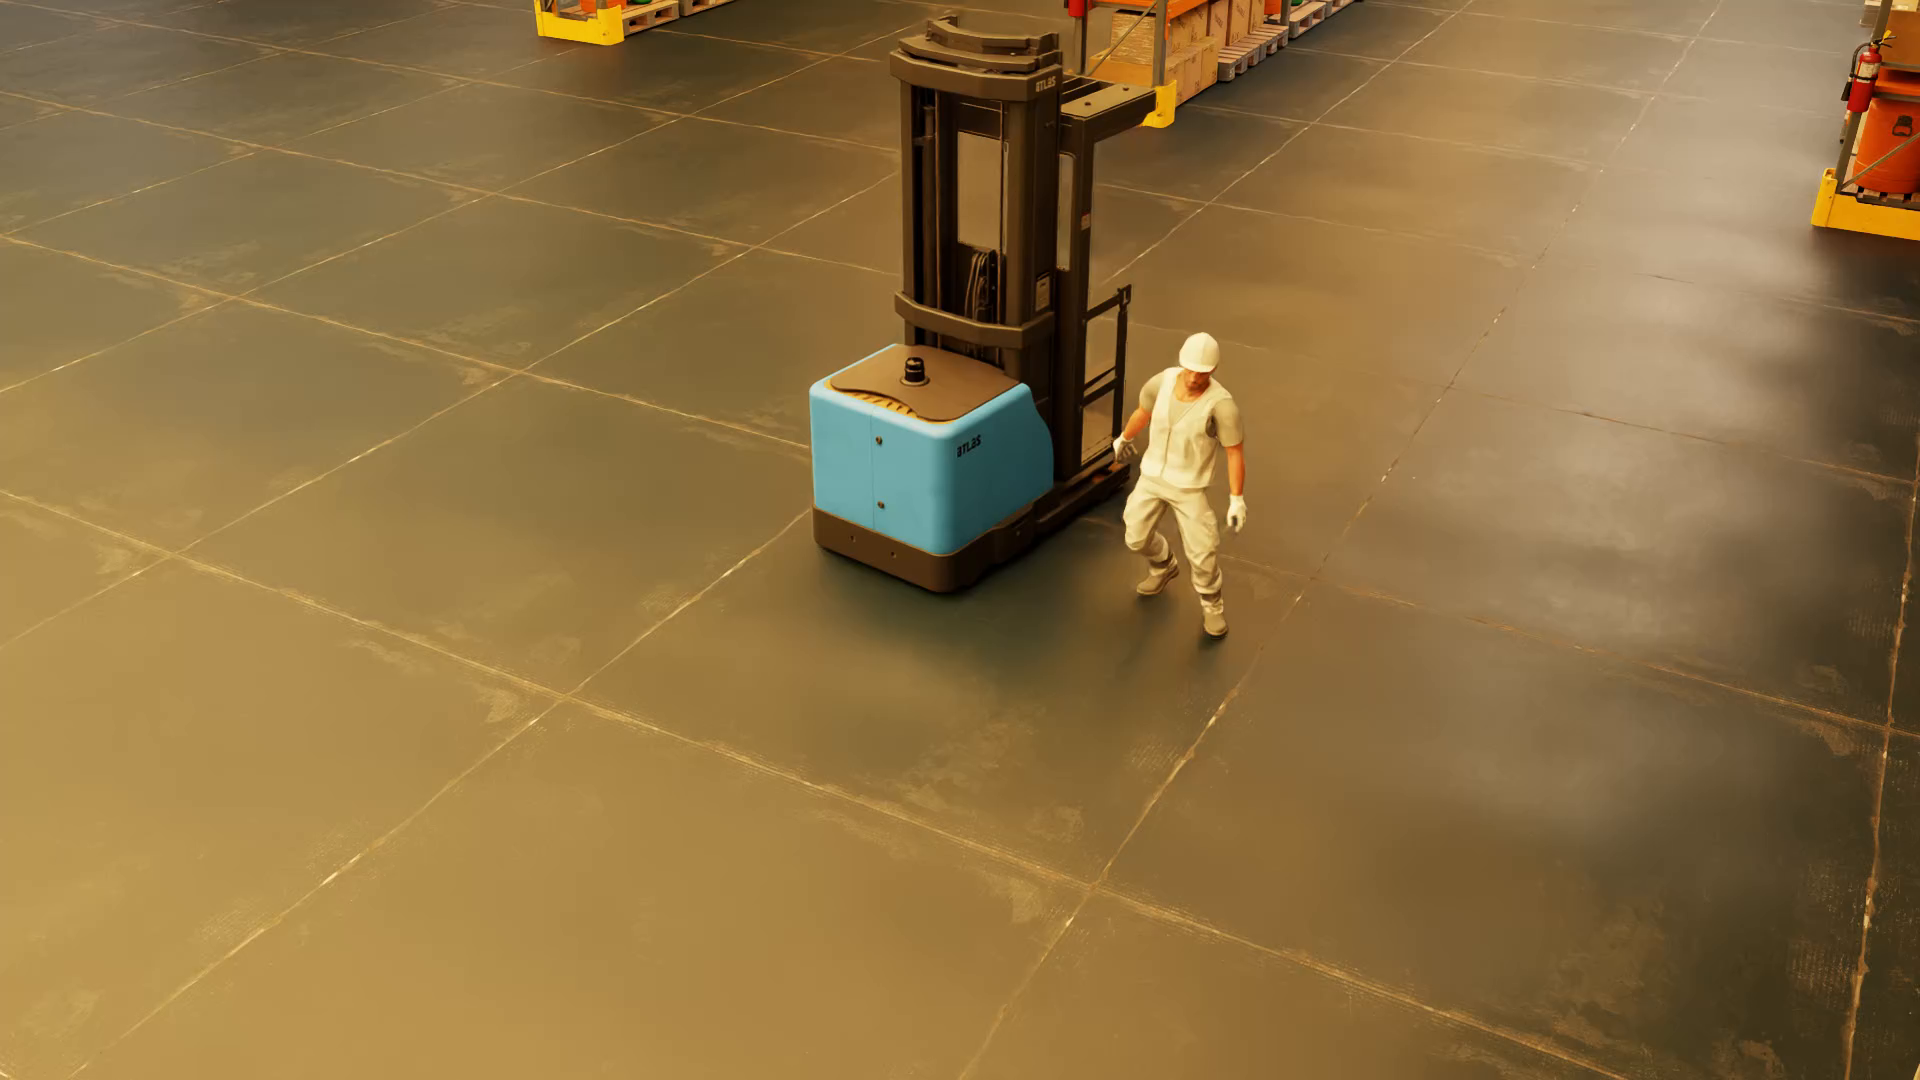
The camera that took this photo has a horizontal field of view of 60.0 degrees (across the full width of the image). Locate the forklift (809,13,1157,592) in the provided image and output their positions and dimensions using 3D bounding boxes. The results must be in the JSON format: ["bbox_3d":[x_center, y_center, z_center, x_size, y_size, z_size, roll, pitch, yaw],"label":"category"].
[{"bbox_3d":[0.426,-1.651,9.931,1.130,2.935,3.031,21,36,32],"label":"forklift"}]

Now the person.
[{"bbox_3d":[1.175,-0.375,8.952,0.894,1.702,0.493,23,37,34],"label":"person"}]
